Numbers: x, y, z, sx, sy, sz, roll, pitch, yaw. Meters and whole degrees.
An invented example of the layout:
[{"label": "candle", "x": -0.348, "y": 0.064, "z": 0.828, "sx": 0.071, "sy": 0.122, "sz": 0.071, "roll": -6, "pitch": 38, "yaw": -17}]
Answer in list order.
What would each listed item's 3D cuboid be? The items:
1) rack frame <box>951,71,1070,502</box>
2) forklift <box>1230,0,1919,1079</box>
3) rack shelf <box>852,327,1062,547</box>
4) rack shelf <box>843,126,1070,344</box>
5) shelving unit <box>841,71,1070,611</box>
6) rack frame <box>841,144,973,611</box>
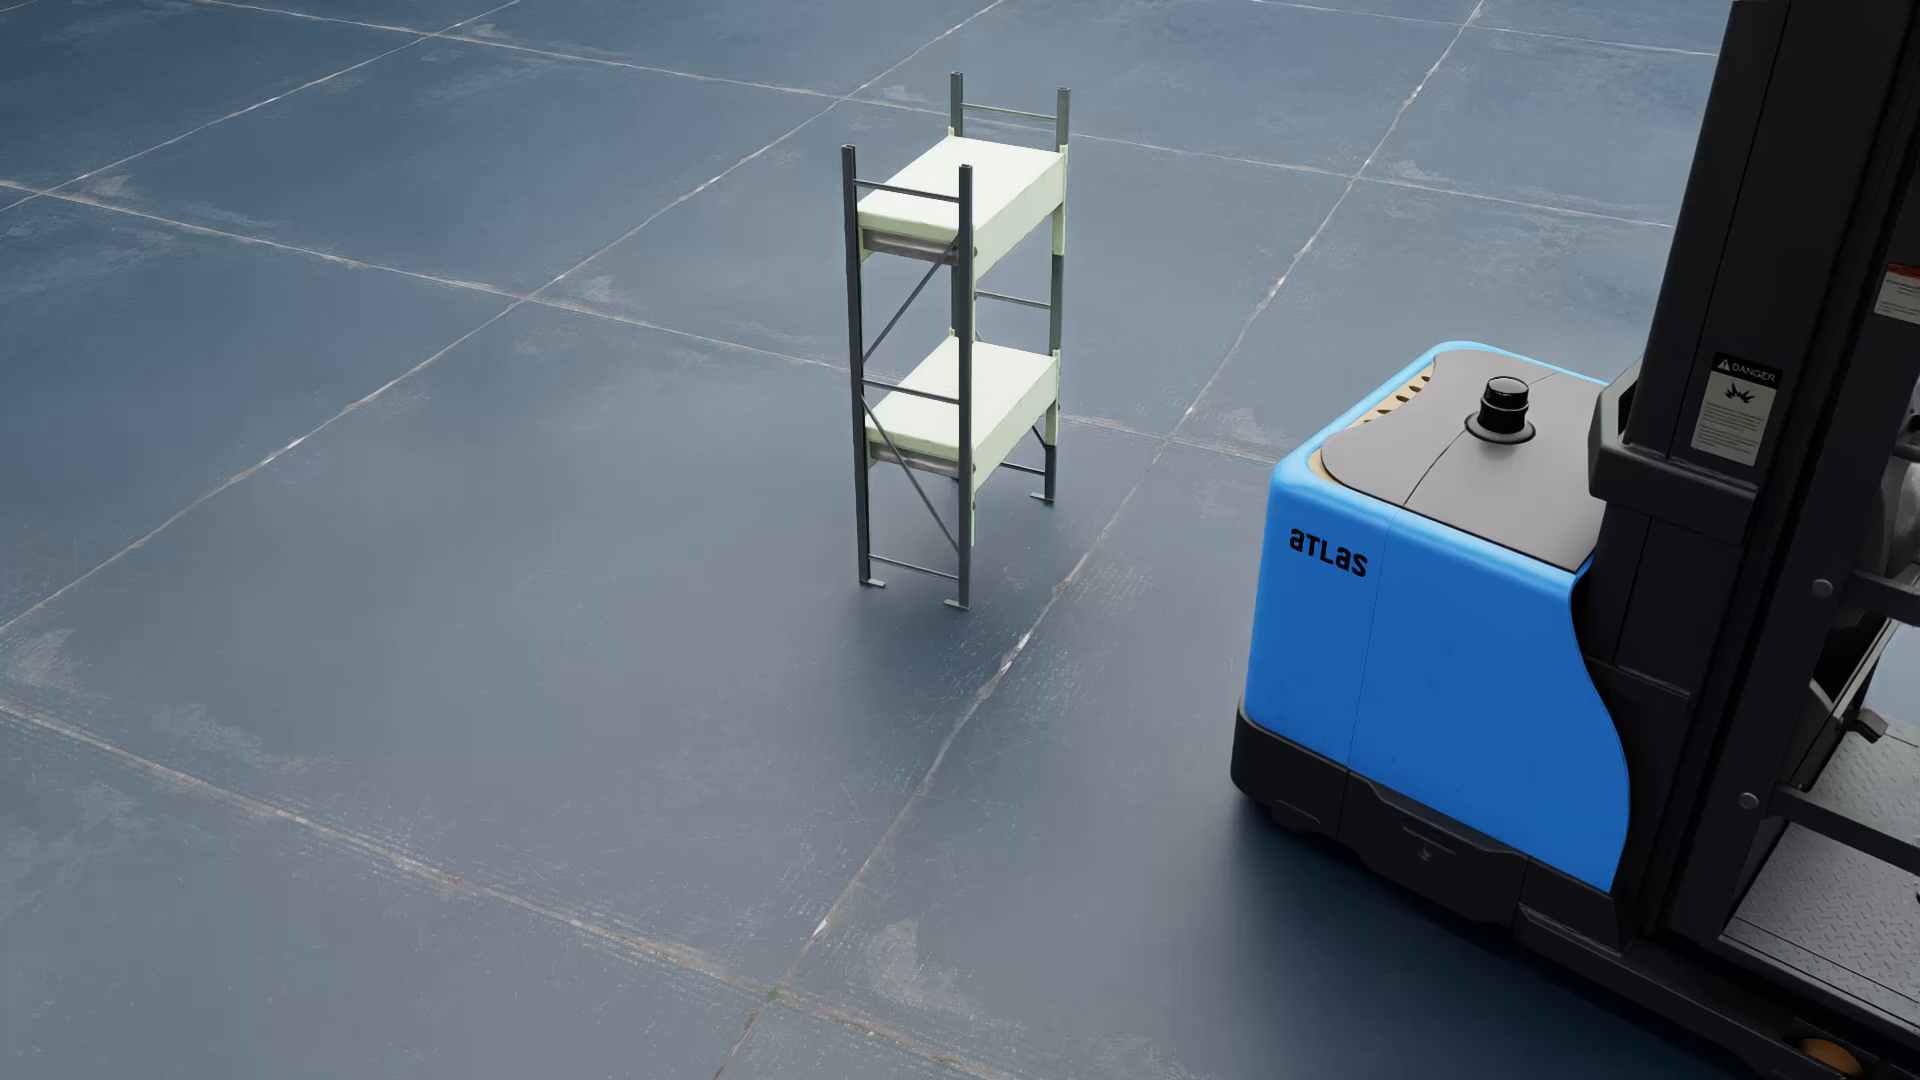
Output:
[{"label": "rack frame", "x": 0.156, "y": -0.813, "z": 5.622, "sx": 0.400, "sy": 1.500, "sz": 0.023, "roll": 14, "pitch": 36, "yaw": 20}, {"label": "forklift", "x": 2.203, "y": -0.187, "z": 3.362, "sx": 3.031, "sy": 2.935, "sz": 1.130, "roll": 25, "pitch": 41, "yaw": 33}, {"label": "rack shelf", "x": 0.003, "y": -0.358, "z": 5.523, "sx": 0.431, "sy": 0.370, "sz": 0.720, "roll": 14, "pitch": 36, "yaw": 20}, {"label": "rack shelf", "x": 0.003, "y": -0.957, "z": 5.130, "sx": 0.431, "sy": 0.370, "sz": 0.720, "roll": 14, "pitch": 36, "yaw": 20}, {"label": "shelving unit", "x": 0.003, "y": -0.631, "z": 5.344, "sx": 0.431, "sy": 1.500, "sz": 0.755, "roll": 14, "pitch": 36, "yaw": 20}, {"label": "rack frame", "x": -0.150, "y": -0.448, "z": 5.066, "sx": 0.400, "sy": 1.500, "sz": 0.023, "roll": 14, "pitch": 36, "yaw": 20}]
